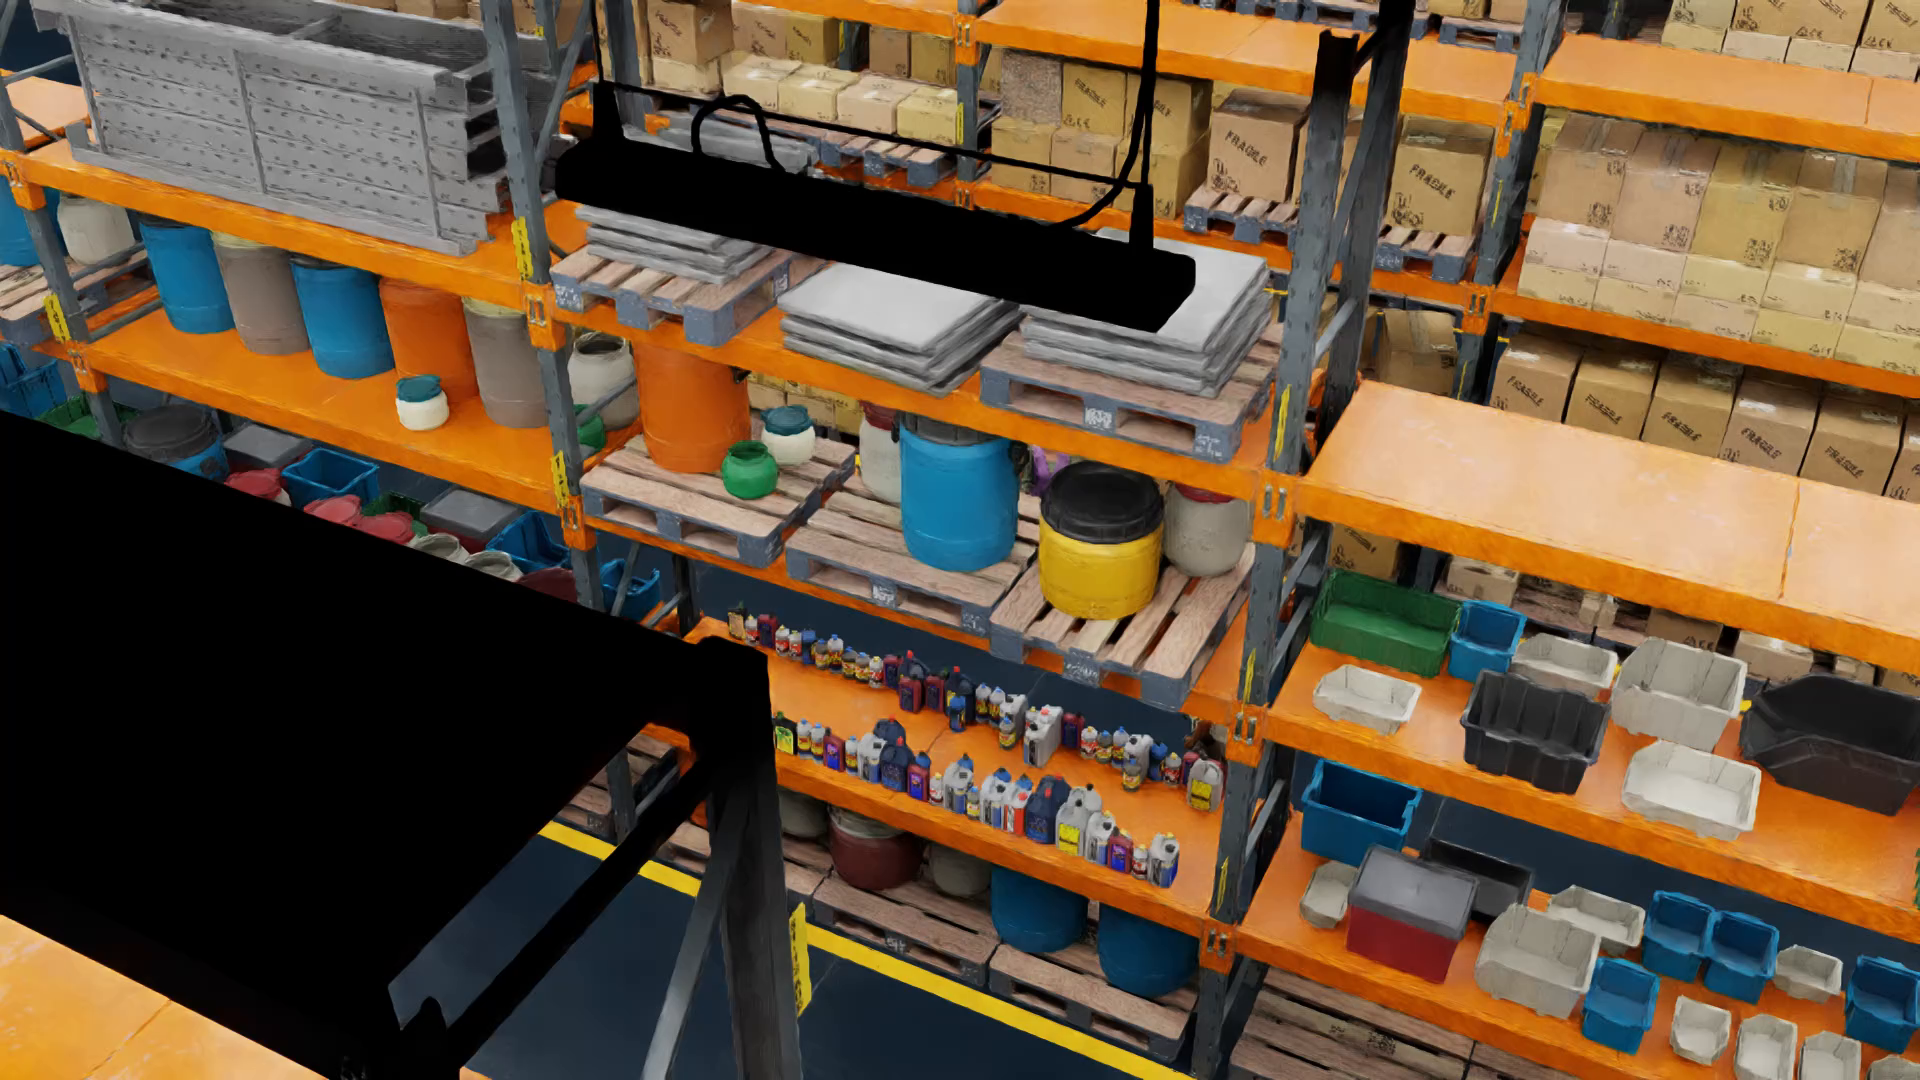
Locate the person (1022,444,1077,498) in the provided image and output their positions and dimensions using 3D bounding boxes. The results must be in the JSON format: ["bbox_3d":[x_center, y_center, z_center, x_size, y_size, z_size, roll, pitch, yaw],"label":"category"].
[{"bbox_3d":[0.724,-0.252,12.811,0.533,1.600,0.347,3,35,4],"label":"person"}]

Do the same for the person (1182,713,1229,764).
[{"bbox_3d":[1.659,1.193,10.784,0.572,1.610,0.626,16,38,21],"label":"person"}]
